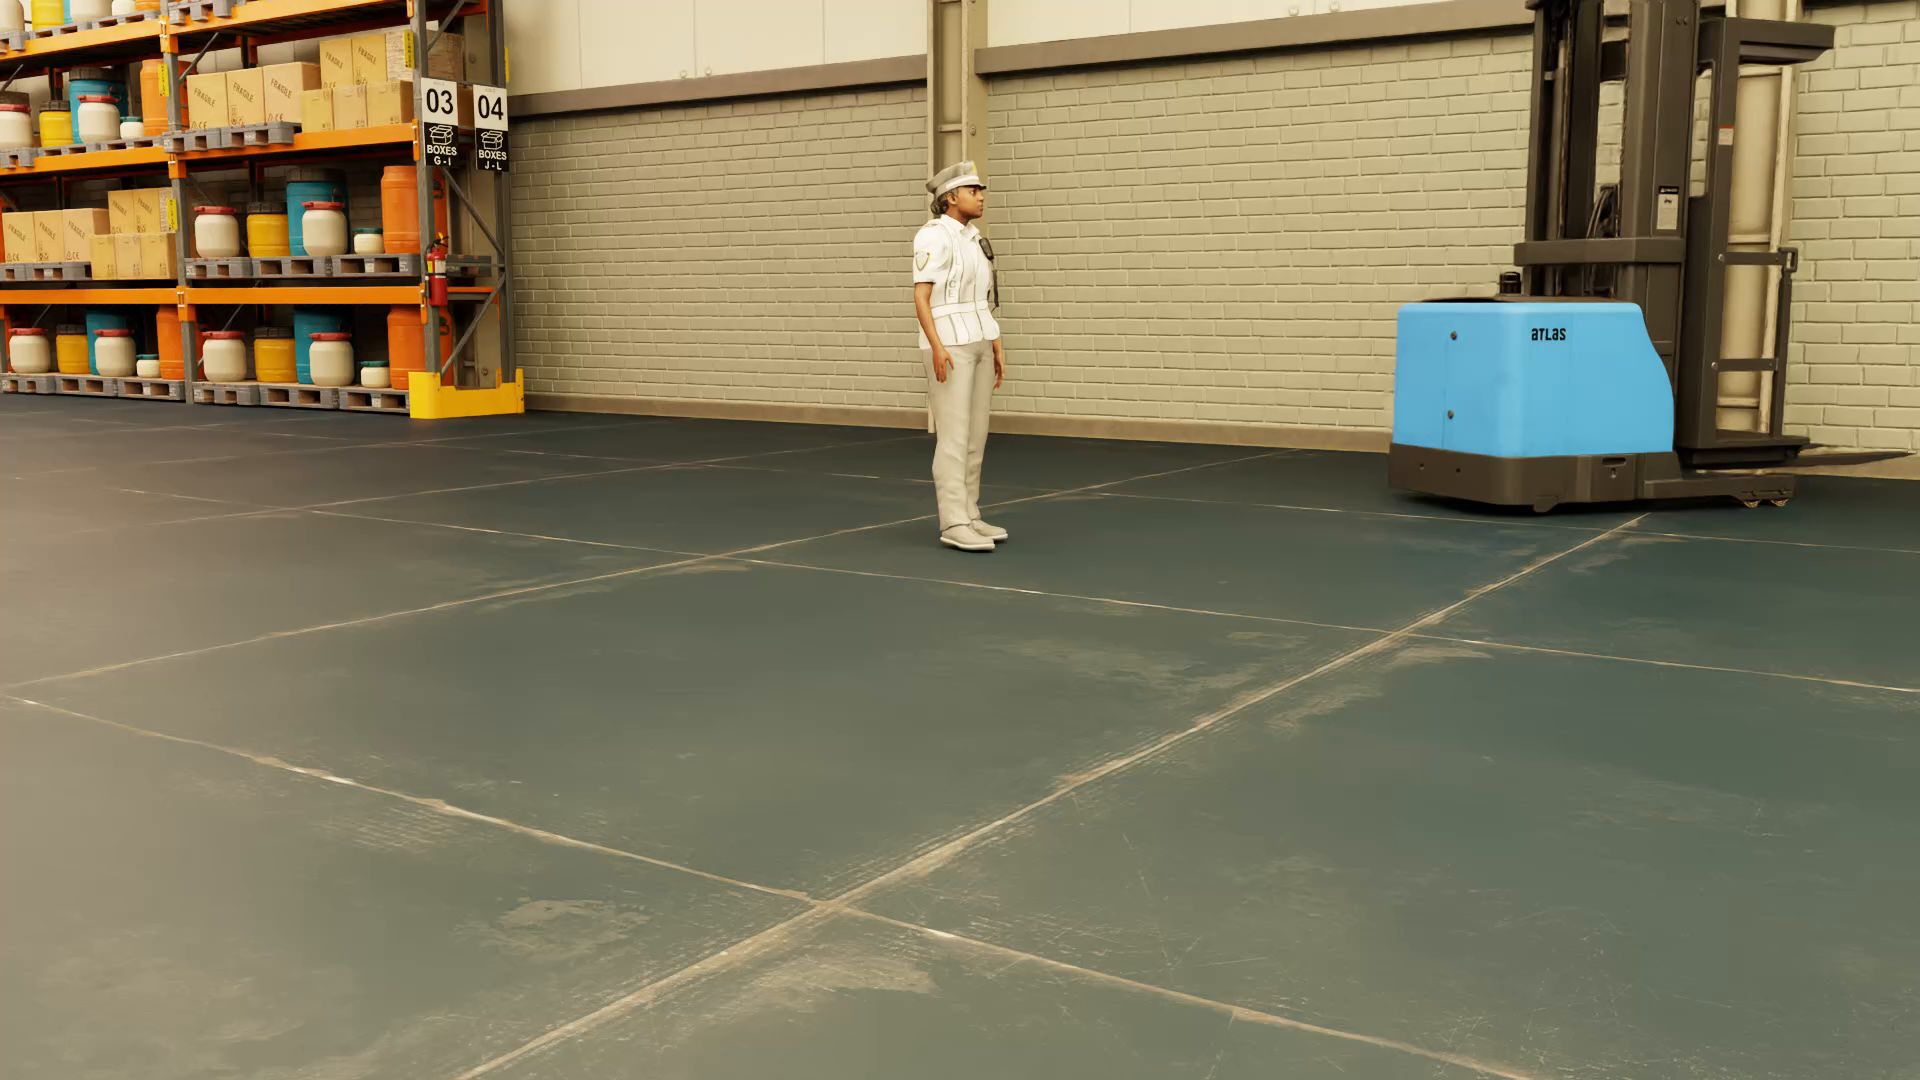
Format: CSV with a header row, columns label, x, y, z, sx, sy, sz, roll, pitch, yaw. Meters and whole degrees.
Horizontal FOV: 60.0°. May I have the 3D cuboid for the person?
label,x,y,z,sx,sy,sz,roll,pitch,yaw
person,0.051,-0.838,7.425,0.530,1.695,0.569,5,10,34

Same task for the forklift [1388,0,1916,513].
label,x,y,z,sx,sy,sz,roll,pitch,yaw
forklift,3.935,-1.693,9.100,3.031,2.935,1.130,-3,9,-21
